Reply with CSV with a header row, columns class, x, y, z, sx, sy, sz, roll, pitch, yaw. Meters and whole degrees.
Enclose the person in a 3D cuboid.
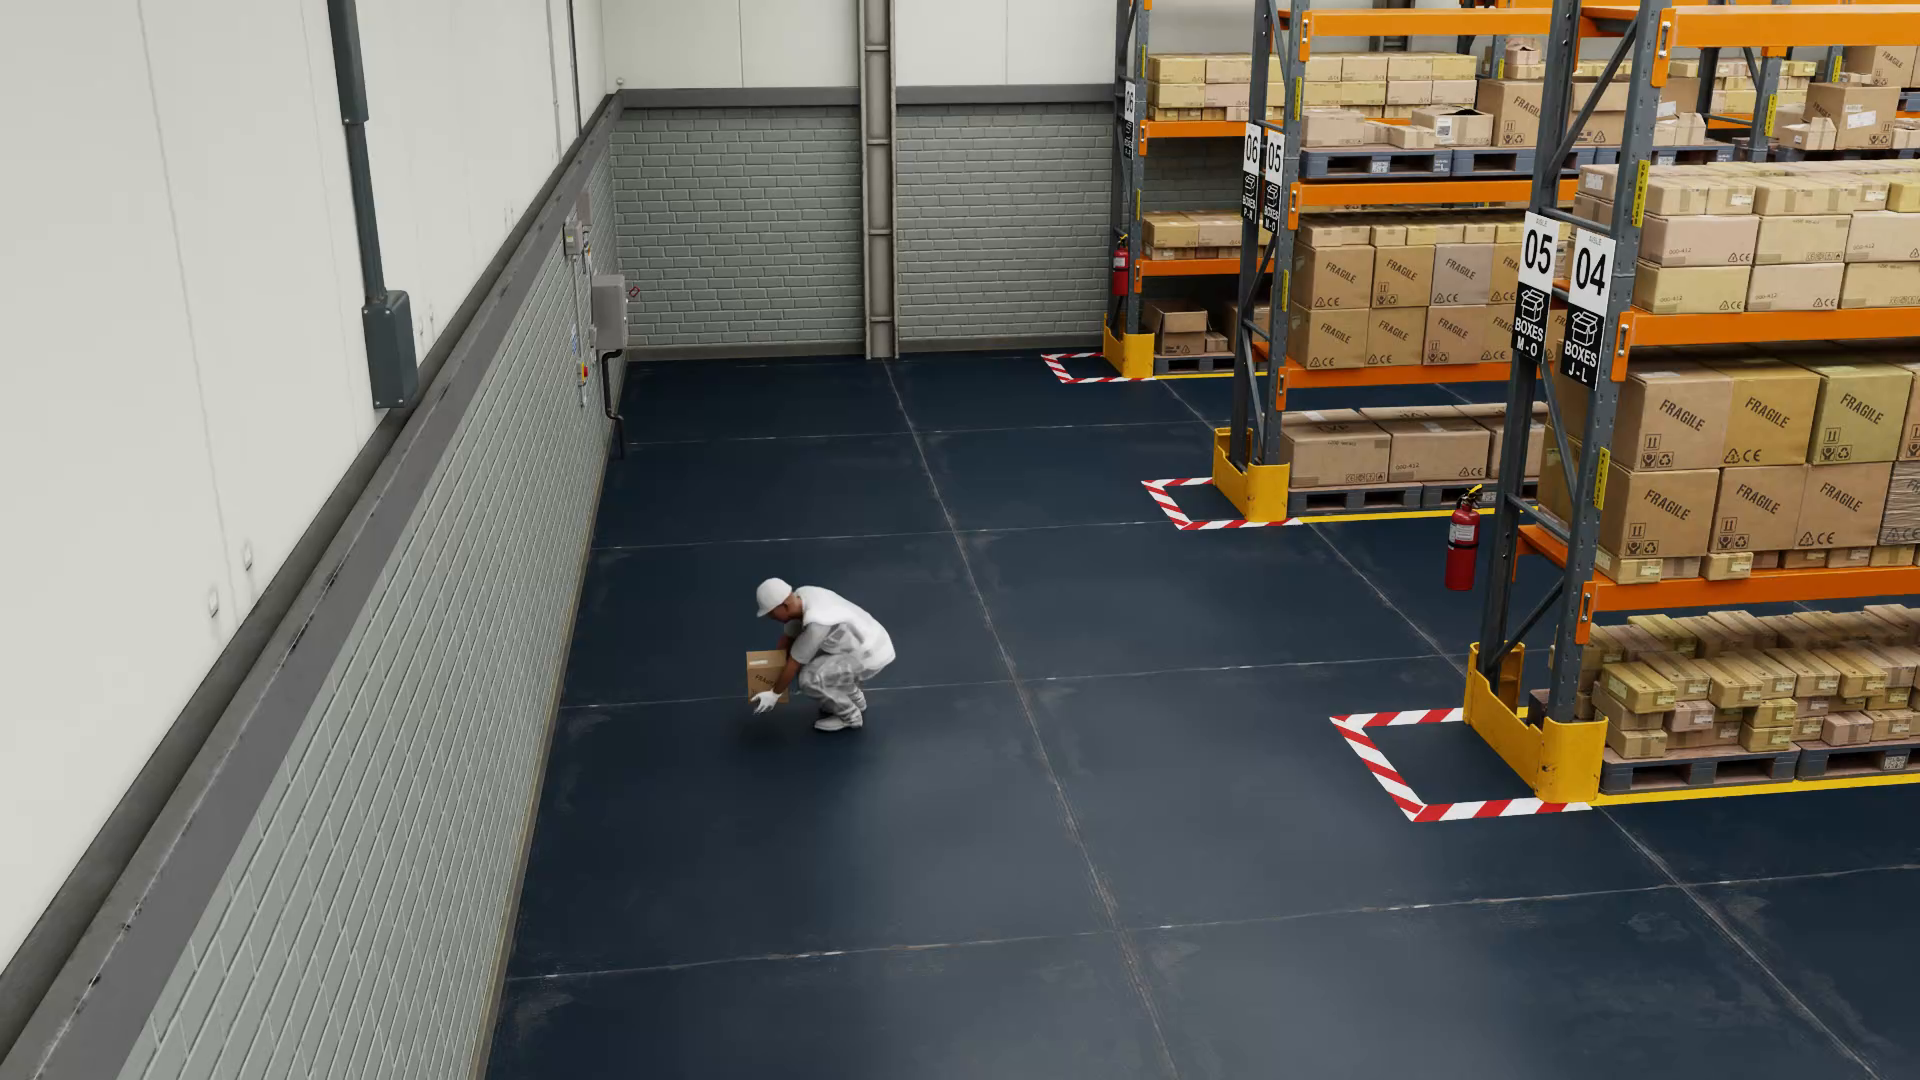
class,x,y,z,sx,sy,sz,roll,pitch,yaw
person,-0.860,0.681,10.315,0.910,1.005,0.564,-3,20,-9
